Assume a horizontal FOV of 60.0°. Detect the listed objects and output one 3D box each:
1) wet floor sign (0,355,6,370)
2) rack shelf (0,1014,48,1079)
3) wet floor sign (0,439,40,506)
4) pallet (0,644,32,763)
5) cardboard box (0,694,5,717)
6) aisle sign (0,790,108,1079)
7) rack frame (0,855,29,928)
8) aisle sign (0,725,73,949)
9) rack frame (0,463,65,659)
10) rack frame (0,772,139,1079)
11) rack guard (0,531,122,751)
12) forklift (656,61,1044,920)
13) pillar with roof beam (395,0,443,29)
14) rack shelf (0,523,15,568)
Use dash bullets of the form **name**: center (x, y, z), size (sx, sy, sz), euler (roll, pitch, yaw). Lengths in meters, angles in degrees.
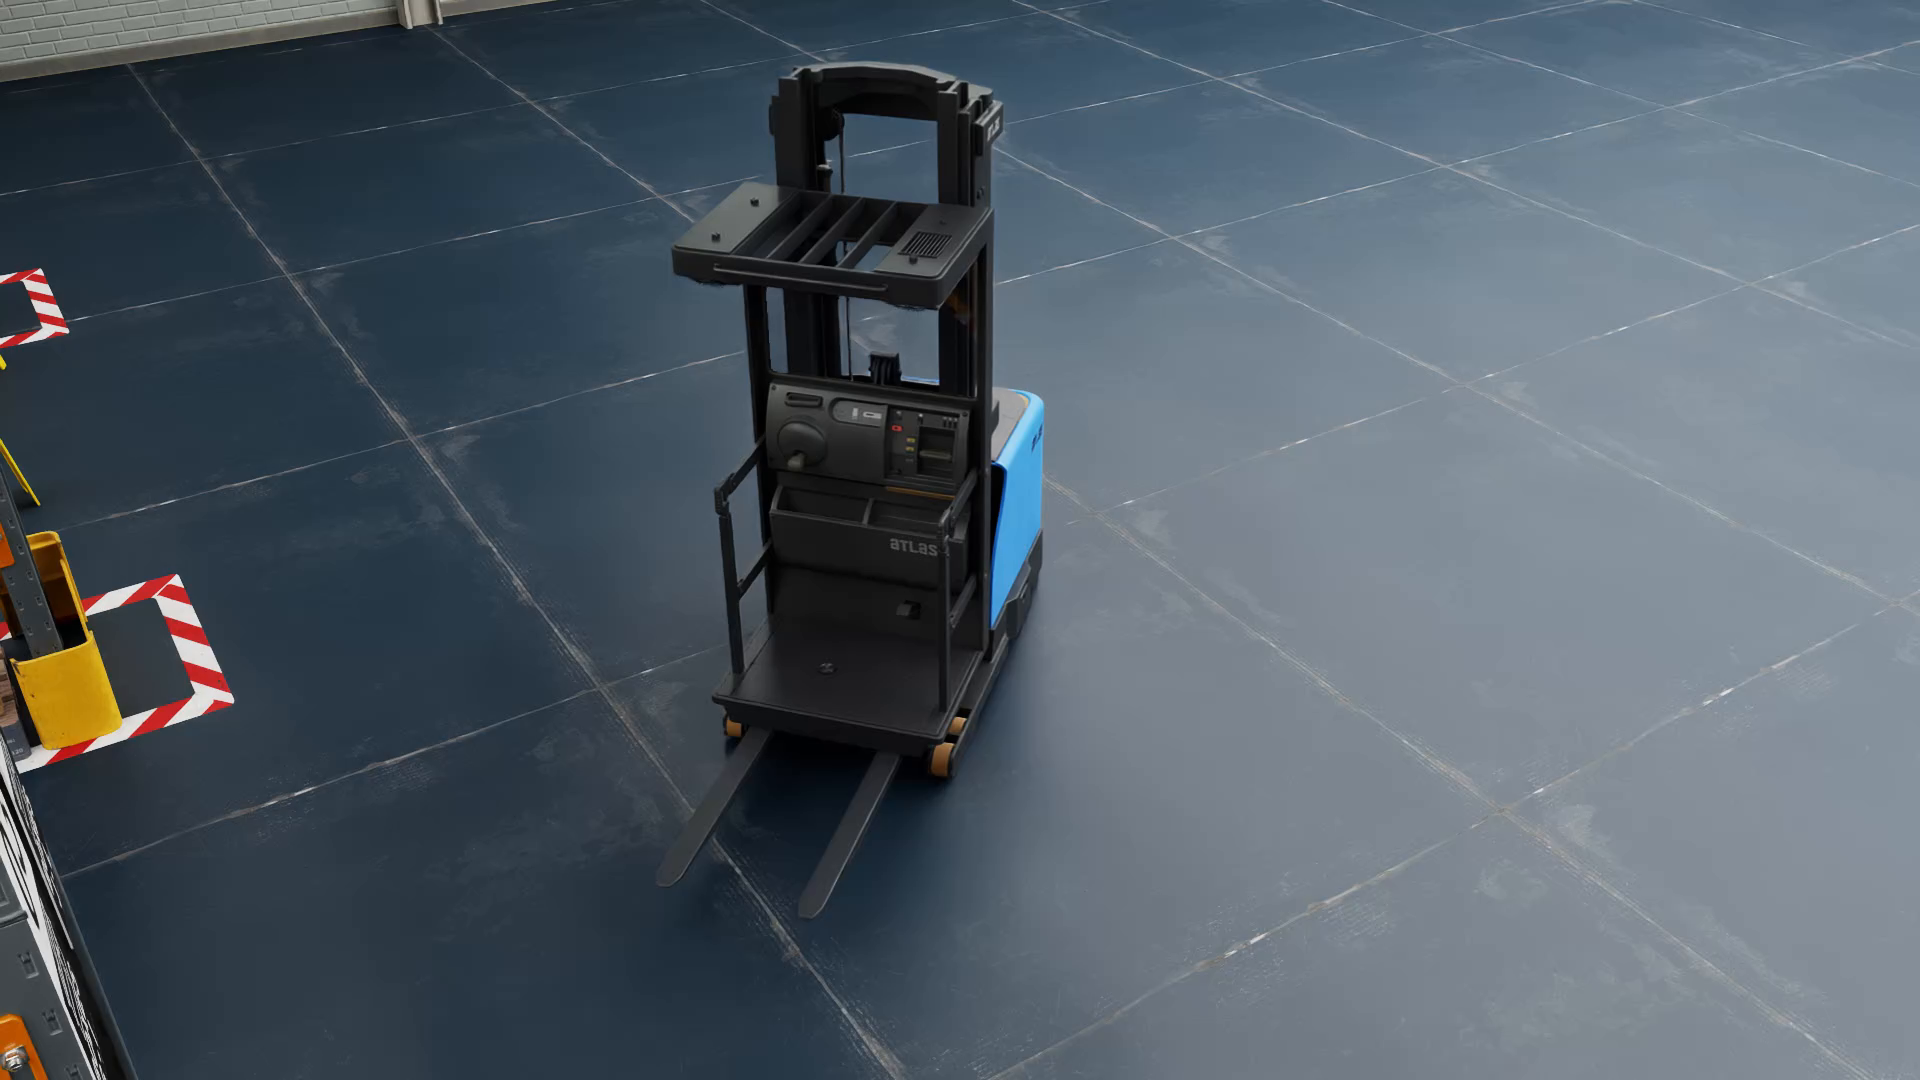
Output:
- **wet floor sign**: center (-6.447, -1.354, 10.792), size (0.232, 0.644, 0.267), euler (-7, 33, -11)
- **rack shelf**: center (-3.498, 1.283, 2.268), size (4.000, 0.370, 1.077), euler (-19, 37, -27)
- **wet floor sign**: center (-5.468, -0.485, 9.414), size (0.232, 0.644, 0.267), euler (-26, 41, -35)
- **pallet**: center (-5.049, 0.861, 7.687), size (1.213, 0.211, 1.003), euler (-19, 37, -27)
- **cardboard box**: center (-4.954, 0.362, 7.462), size (0.875, 0.875, 0.875), euler (-19, 37, -27)
- **aisle sign**: center (-1.602, 0.686, 2.914), size (0.004, 0.787, 0.394), euler (-19, 37, -27)
- **rack frame**: center (-1.817, -0.868, 2.192), size (0.127, 3.000, 1.000), euler (-19, 37, -27)
- **aisle sign**: center (-1.927, 0.417, 3.341), size (0.004, 0.787, 0.394), euler (-19, 37, -27)
- **rack frame**: center (-4.419, -0.584, 7.365), size (0.127, 3.000, 1.000), euler (-19, 37, -27)
- **rack frame**: center (-1.817, 1.669, 3.793), size (0.127, 3.000, 1.000), euler (-19, 37, -27)
- **rack guard**: center (-4.399, 0.466, 8.043), size (0.348, 0.500, 1.175), euler (-19, 37, -27)
- **forklift**: center (-0.468, -0.397, 7.132), size (1.130, 2.935, 3.031), euler (9, 33, 14)
- **pillar with roof beam**: center (-3.577, -7.544, 12.775), size (0.400, 9.000, 9.100), euler (-19, 37, -27)
- **rack shelf**: center (-6.100, 0.298, 6.640), size (4.000, 0.370, 1.077), euler (-19, 37, -27)
